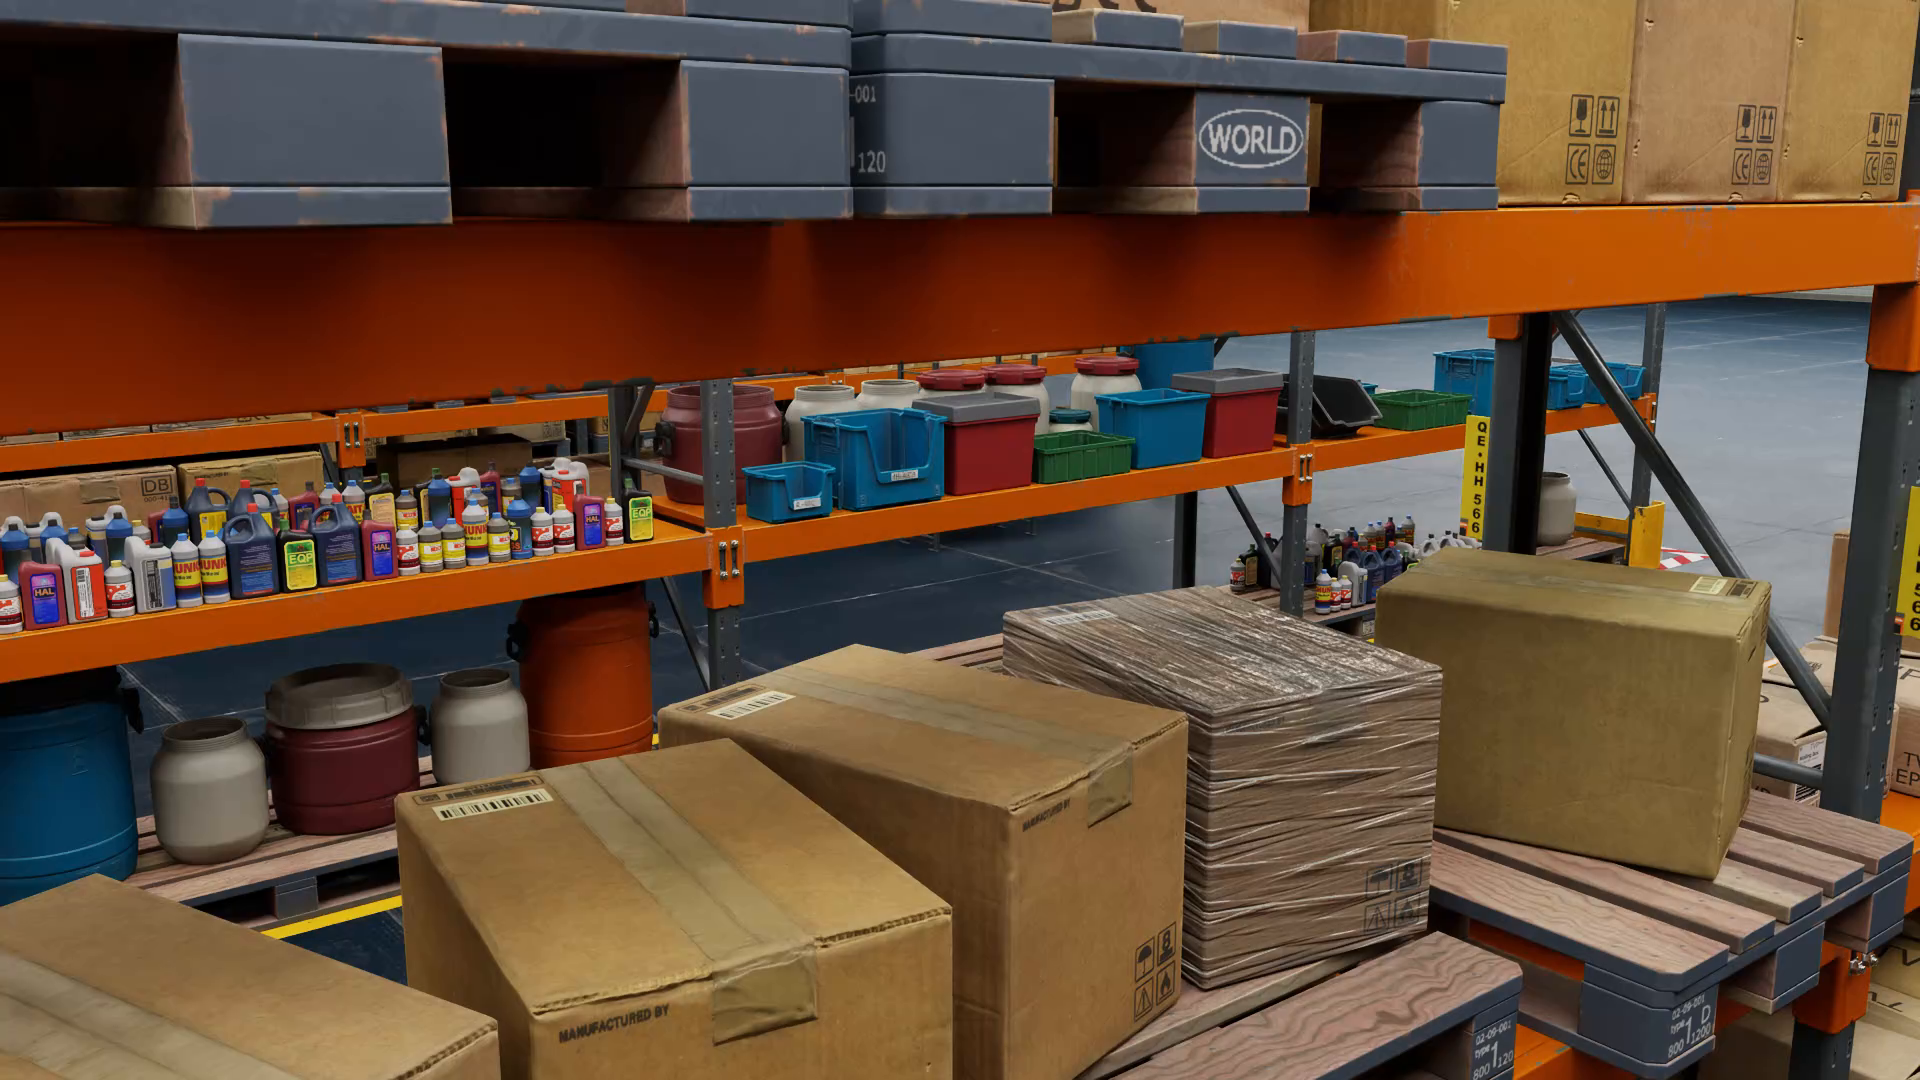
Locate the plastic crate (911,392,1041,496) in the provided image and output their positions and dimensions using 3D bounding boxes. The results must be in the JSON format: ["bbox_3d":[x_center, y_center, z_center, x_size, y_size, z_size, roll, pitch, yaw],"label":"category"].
[{"bbox_3d":[0.082,-0.503,8.620,0.583,0.464,0.402,-9,15,-38],"label":"plastic crate"}]

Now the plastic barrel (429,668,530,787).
[{"bbox_3d":[-2.127,0.854,7.362,0.421,0.512,0.421,0,12,0],"label":"plastic barrel"}]

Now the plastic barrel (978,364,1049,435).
[{"bbox_3d":[0.296,-0.713,9.438,0.433,0.535,0.433,0,12,0],"label":"plastic barrel"}]

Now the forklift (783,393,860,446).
[{"bbox_3d":[-2.131,-1.878,15.419,3.031,2.935,1.130,-10,15,-39],"label":"forklift"}]

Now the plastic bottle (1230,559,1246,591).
[{"bbox_3d":[1.841,0.226,11.022,0.097,0.201,0.097,0,12,0],"label":"plastic bottle"}]

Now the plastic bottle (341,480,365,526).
[{"bbox_3d":[-2.664,-0.127,7.314,0.097,0.271,0.097,0,12,0],"label":"plastic bottle"}]

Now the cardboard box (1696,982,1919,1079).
[{"bbox_3d":[2.313,1.338,4.367,0.500,0.311,0.500,-9,15,-36],"label":"cardboard box"}]

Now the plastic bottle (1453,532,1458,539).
[{"bbox_3d":[3.435,0.085,11.489,0.133,0.283,0.061,-9,15,-38],"label":"plastic bottle"}]

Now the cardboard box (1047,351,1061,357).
[{"bbox_3d":[0.723,-1.794,15.463,0.250,0.149,0.380,-9,15,-38],"label":"cardboard box"}]

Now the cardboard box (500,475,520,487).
[{"bbox_3d":[-3.529,-0.271,12.644,0.500,0.500,0.700,-11,16,-42],"label":"cardboard box"}]

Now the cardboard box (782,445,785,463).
[{"bbox_3d":[-1.834,-0.550,13.956,0.500,0.500,0.700,-11,16,-42],"label":"cardboard box"}]

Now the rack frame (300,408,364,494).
[{"bbox_3d":[-4.465,-1.115,11.656,0.127,3.000,1.000,-9,15,-38],"label":"rack frame"}]

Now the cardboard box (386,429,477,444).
[{"bbox_3d":[-5.545,-1.336,17.106,0.750,0.750,1.050,-9,15,-38],"label":"cardboard box"}]

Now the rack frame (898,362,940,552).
[{"bbox_3d":[-0.330,-0.679,13.214,0.032,1.500,0.500,-9,15,-38],"label":"rack frame"}]

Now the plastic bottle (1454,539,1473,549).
[{"bbox_3d":[3.394,0.123,11.324,0.135,0.276,0.152,-10,16,-39],"label":"plastic bottle"}]

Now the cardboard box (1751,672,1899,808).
[{"bbox_3d":[2.032,0.496,4.285,0.500,0.311,0.500,-8,15,-34],"label":"cardboard box"}]

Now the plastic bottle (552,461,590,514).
[{"bbox_3d":[-1.815,-0.222,7.752,0.135,0.276,0.152,-9,15,-38],"label":"plastic bottle"}]

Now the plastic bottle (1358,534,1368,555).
[{"bbox_3d":[2.843,0.059,11.806,0.097,0.201,0.097,0,12,0],"label":"plastic bottle"}]

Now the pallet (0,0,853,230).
[{"bbox_3d":[-0.849,-0.437,1.696,1.003,0.211,1.213,-9,15,-38],"label":"pallet"}]

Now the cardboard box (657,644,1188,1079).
[{"bbox_3d":[-0.062,0.518,2.716,0.700,0.500,0.500,9,15,36],"label":"cardboard box"}]

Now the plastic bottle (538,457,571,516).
[{"bbox_3d":[-1.910,-0.247,7.868,0.135,0.276,0.152,-9,15,-38],"label":"plastic bottle"}]

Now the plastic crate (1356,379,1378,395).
[{"bbox_3d":[2.447,-0.945,11.216,0.616,0.251,0.499,-9,15,-38],"label":"plastic crate"}]

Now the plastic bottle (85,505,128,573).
[{"bbox_3d":[-3.423,0.005,6.685,0.135,0.276,0.152,-9,15,-38],"label":"plastic bottle"}]

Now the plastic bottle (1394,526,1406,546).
[{"bbox_3d":[3.185,0.002,12.073,0.097,0.201,0.097,0,12,0],"label":"plastic bottle"}]

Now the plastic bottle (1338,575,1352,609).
[{"bbox_3d":[2.434,0.327,10.546,0.097,0.201,0.097,0,12,0],"label":"plastic bottle"}]

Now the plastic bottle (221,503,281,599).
[{"bbox_3d":[-2.711,0.038,6.347,0.185,0.351,0.144,-9,15,-38],"label":"plastic bottle"}]

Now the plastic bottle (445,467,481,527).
[{"bbox_3d":[-2.272,-0.187,7.586,0.135,0.276,0.152,-9,15,-38],"label":"plastic bottle"}]

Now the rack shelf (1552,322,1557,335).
[{"bbox_3d":[3.283,-0.882,5.072,4.000,0.370,1.077,-9,15,-38],"label":"rack shelf"}]

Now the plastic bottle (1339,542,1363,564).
[{"bbox_3d":[2.552,0.189,10.833,0.185,0.351,0.144,-9,15,-38],"label":"plastic bottle"}]

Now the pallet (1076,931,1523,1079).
[{"bbox_3d":[0.205,0.840,2.915,1.213,0.211,1.003,-9,15,-38],"label":"pallet"}]

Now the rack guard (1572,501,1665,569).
[{"bbox_3d":[4.846,-0.109,12.939,0.348,0.500,1.175,-9,15,-38],"label":"rack guard"}]

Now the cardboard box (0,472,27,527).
[{"bbox_3d":[-6.404,0.036,10.342,0.875,0.875,1.225,-10,16,-40],"label":"cardboard box"}]

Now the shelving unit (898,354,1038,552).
[{"bbox_3d":[0.067,-0.745,13.525,1.048,1.500,0.538,-9,15,-38],"label":"shelving unit"}]

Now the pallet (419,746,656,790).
[{"bbox_3d":[-1.960,1.162,7.649,1.213,0.211,1.003,-9,15,-38],"label":"pallet"}]

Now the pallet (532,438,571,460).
[{"bbox_3d":[-4.916,-0.975,17.711,1.213,0.211,1.003,-9,15,-38],"label":"pallet"}]

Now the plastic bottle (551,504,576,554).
[{"bbox_3d":[-1.702,-0.050,7.123,0.097,0.201,0.097,0,12,0],"label":"plastic bottle"}]

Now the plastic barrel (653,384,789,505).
[{"bbox_3d":[-1.198,-0.487,8.374,0.708,0.536,0.600,-9,15,-38],"label":"plastic barrel"}]

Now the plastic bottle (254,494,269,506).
[{"bbox_3d":[-2.993,-0.067,7.021,0.135,0.276,0.152,-9,15,-38],"label":"plastic bottle"}]

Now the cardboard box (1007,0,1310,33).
[{"bbox_3d":[0.077,-0.986,2.336,0.600,0.600,0.600,-10,16,-40],"label":"cardboard box"}]

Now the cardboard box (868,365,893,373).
[{"bbox_3d":[-0.782,-1.520,14.171,0.250,0.149,0.380,-9,15,-38],"label":"cardboard box"}]

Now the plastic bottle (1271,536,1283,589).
[{"bbox_3d":[2.166,0.143,11.050,0.185,0.351,0.144,-9,15,-38],"label":"plastic bottle"}]

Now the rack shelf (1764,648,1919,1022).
[{"bbox_3d":[3.283,0.585,5.384,4.000,0.370,1.077,-9,15,-38],"label":"rack shelf"}]

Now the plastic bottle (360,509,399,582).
[{"bbox_3d":[-2.312,0.016,6.614,0.133,0.283,0.061,-9,15,-38],"label":"plastic bottle"}]

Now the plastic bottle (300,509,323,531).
[{"bbox_3d":[-2.547,0.016,6.611,0.133,0.283,0.061,-9,15,-38],"label":"plastic bottle"}]

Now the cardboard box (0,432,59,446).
[{"bbox_3d":[-5.890,-0.862,10.225,0.500,0.500,0.500,-9,15,-37],"label":"cardboard box"}]

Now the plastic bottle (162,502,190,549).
[{"bbox_3d":[-3.207,-0.020,6.812,0.097,0.271,0.097,0,12,0],"label":"plastic bottle"}]

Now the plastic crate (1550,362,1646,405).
[{"bbox_3d":[4.672,-1.163,12.243,0.616,0.251,0.499,-9,15,-38],"label":"plastic crate"}]

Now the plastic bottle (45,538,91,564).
[{"bbox_3d":[-3.267,0.125,6.115,0.135,0.276,0.152,-9,15,-38],"label":"plastic bottle"}]

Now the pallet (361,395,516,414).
[{"bbox_3d":[-3.975,-1.130,12.193,1.003,0.211,1.213,-9,15,-38],"label":"pallet"}]

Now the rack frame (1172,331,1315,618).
[{"bbox_3d":[1.753,-0.830,10.317,0.127,3.000,1.000,-9,15,-38],"label":"rack frame"}]

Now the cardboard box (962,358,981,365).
[{"bbox_3d":[-0.025,-1.656,14.811,0.250,0.149,0.380,-9,15,-38],"label":"cardboard box"}]

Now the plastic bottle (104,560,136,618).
[{"bbox_3d":[-3.064,0.176,6.057,0.097,0.201,0.097,0,12,0],"label":"plastic bottle"}]

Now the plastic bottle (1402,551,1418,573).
[{"bbox_3d":[2.945,0.207,10.914,0.133,0.283,0.061,-9,15,-35],"label":"plastic bottle"}]
